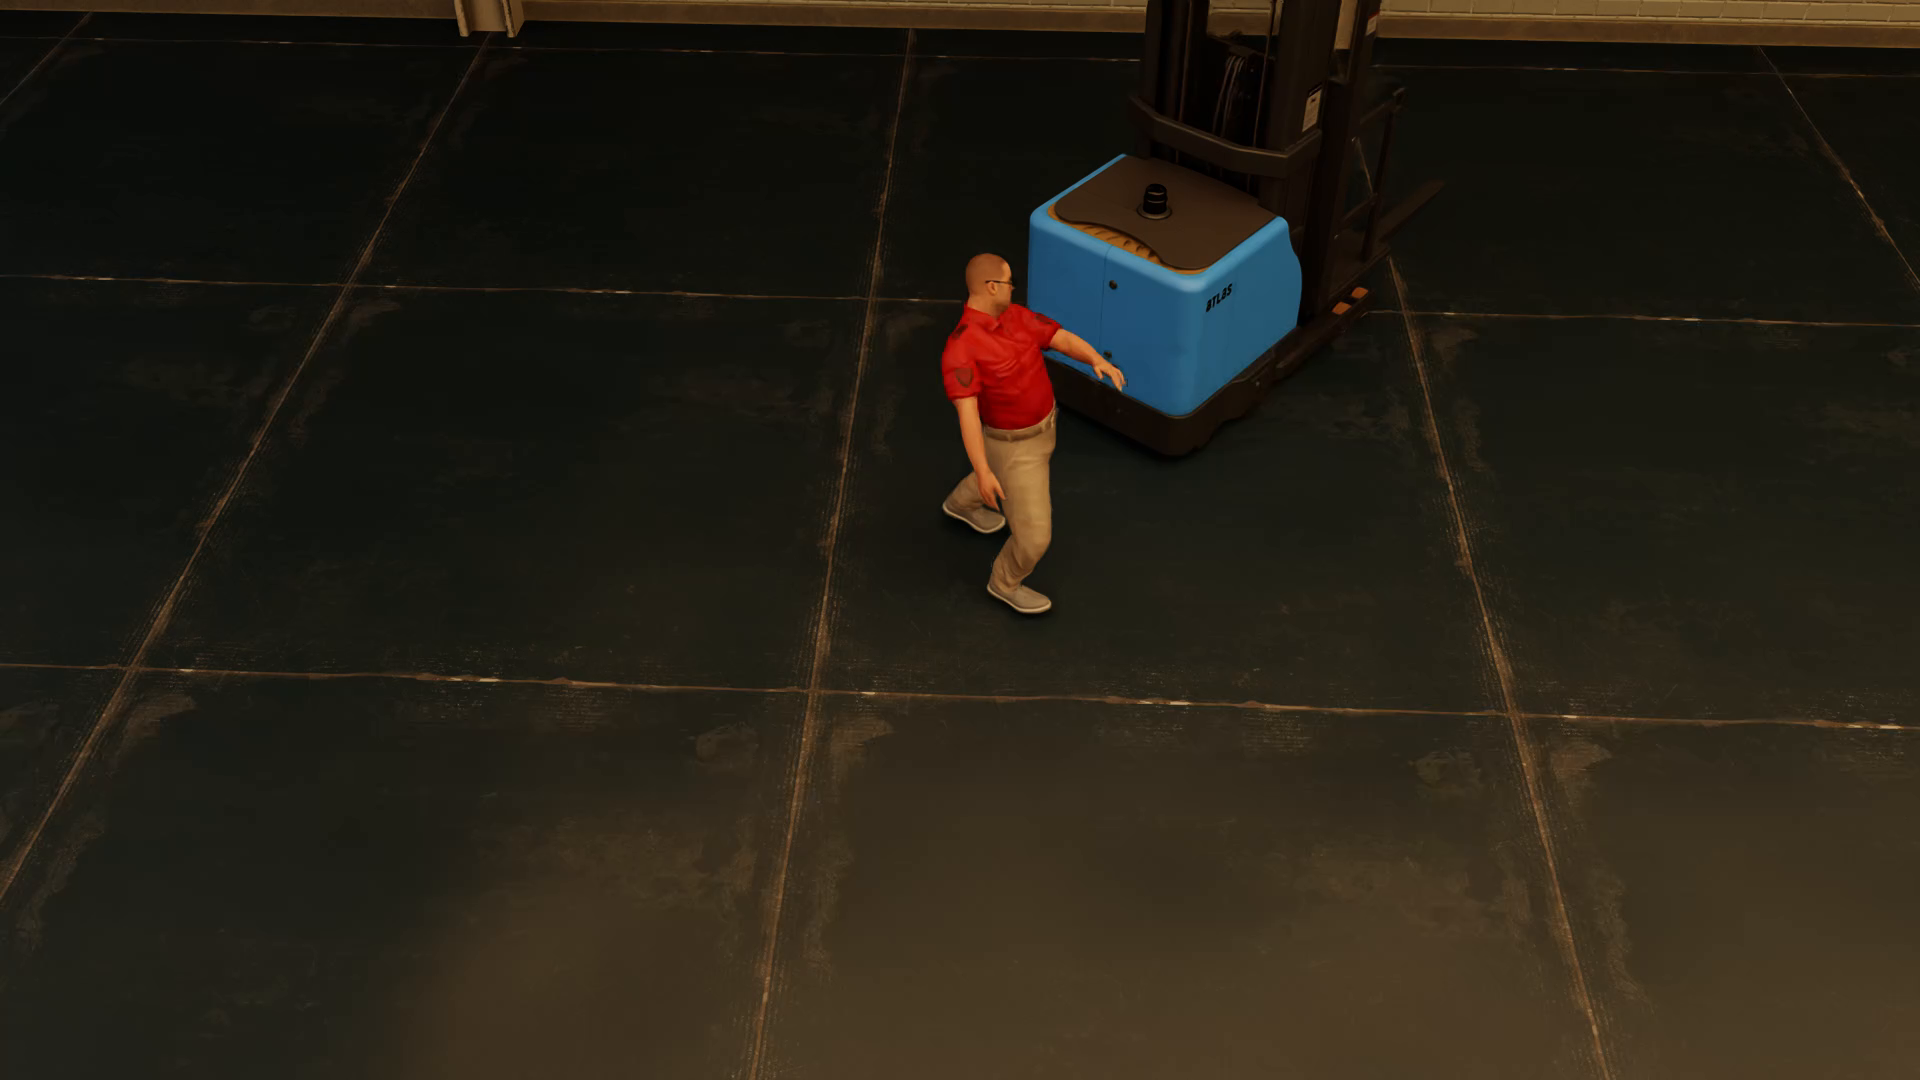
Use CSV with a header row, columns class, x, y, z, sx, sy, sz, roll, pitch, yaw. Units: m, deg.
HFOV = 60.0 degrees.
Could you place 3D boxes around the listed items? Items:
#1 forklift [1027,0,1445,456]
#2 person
class,x,y,z,sx,sy,sz,roll,pitch,yaw
forklift,1.660,-2.424,8.397,1.130,2.935,3.031,30,50,29
person,0.251,-0.403,7.181,0.866,1.560,0.854,10,43,11
